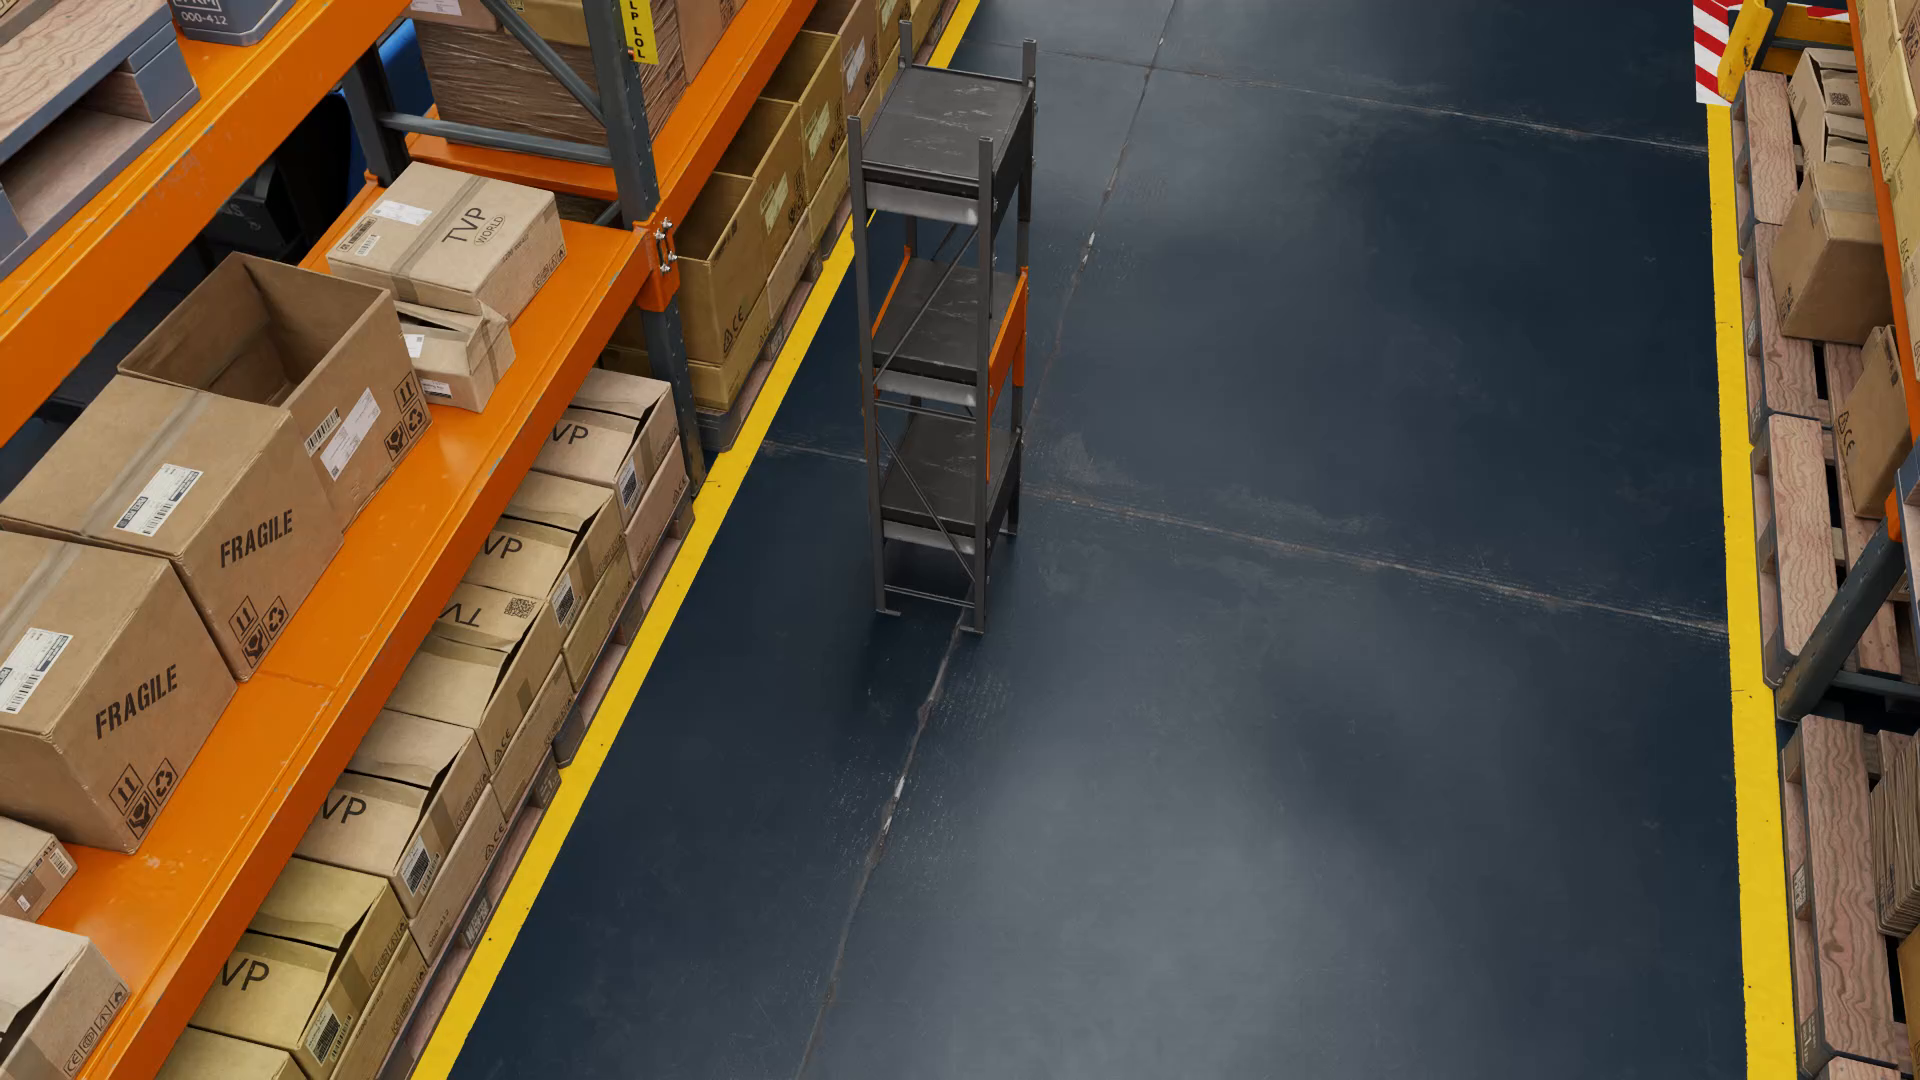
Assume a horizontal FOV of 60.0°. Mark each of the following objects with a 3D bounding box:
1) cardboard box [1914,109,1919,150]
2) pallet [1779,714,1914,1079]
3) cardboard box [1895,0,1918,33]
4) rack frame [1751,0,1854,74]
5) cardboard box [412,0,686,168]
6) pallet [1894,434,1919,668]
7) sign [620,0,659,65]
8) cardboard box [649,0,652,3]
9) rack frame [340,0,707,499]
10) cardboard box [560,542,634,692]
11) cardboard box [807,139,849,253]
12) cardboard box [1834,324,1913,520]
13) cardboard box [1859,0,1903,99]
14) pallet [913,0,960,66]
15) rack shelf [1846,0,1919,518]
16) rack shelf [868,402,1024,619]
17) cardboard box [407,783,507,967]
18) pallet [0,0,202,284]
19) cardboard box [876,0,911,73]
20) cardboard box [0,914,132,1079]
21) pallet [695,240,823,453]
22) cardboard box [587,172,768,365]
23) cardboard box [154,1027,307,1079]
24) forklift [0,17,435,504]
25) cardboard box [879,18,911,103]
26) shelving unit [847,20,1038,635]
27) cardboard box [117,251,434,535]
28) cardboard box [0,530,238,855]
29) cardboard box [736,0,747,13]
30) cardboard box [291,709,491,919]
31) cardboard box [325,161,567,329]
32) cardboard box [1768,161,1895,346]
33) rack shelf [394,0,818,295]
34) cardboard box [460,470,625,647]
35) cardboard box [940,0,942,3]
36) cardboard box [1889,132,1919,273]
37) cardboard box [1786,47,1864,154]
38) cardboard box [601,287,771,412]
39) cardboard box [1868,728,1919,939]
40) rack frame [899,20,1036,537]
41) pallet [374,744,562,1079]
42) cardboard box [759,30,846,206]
[{"bbox_3d":[3.250,-1.289,4.973,0.500,0.500,0.500,11,50,10],"label":"cardboard box"},{"bbox_3d":[3.094,1.168,5.079,1.003,0.211,1.213,12,50,10],"label":"pallet"},{"bbox_3d":[3.529,-2.027,5.625,0.500,0.500,0.500,13,50,11],"label":"cardboard box"},{"bbox_3d":[4.351,-3.212,7.084,1.000,3.000,0.127,12,50,10],"label":"rack frame"},{"bbox_3d":[-1.372,-1.649,5.638,0.700,0.500,0.500,10,49,9],"label":"cardboard box"},{"bbox_3d":[2.956,0.269,4.140,1.003,0.211,1.213,12,50,10],"label":"pallet"},{"bbox_3d":[-0.956,-1.550,4.898,0.100,0.325,0.005,12,50,10],"label":"sign"},{"bbox_3d":[-1.159,-1.879,5.408,0.380,0.149,0.250,12,50,11],"label":"cardboard box"},{"bbox_3d":[-1.482,-1.293,5.391,1.000,3.000,0.127,12,50,10],"label":"rack frame"},{"bbox_3d":[-1.447,0.200,5.627,0.500,0.250,0.500,11,49,9],"label":"cardboard box"},{"bbox_3d":[-0.795,-1.519,7.144,0.500,0.250,0.500,12,50,10],"label":"cardboard box"},{"bbox_3d":[3.532,-0.396,5.972,0.500,0.500,0.500,8,49,7],"label":"cardboard box"},{"bbox_3d":[3.518,-1.768,5.896,0.500,0.250,0.500,12,50,10],"label":"cardboard box"},{"bbox_3d":[-0.590,-2.703,8.494,1.003,0.211,1.213,12,50,10],"label":"pallet"},{"bbox_3d":[3.824,-1.527,6.077,1.077,0.370,4.000,12,50,10],"label":"rack shelf"},{"bbox_3d":[-0.044,-0.103,5.892,0.431,0.518,0.480,12,50,10],"label":"rack shelf"},{"bbox_3d":[-1.716,0.938,4.975,0.500,0.250,0.500,12,50,11],"label":"cardboard box"},{"bbox_3d":[-2.151,-0.648,2.947,1.003,0.211,1.213,14,50,12],"label":"pallet"},{"bbox_3d":[-0.533,-2.491,7.502,0.500,0.500,0.500,12,50,10],"label":"cardboard box"},{"bbox_3d":[-2.113,1.021,3.408,0.500,0.311,0.500,11,49,10],"label":"cardboard box"},{"bbox_3d":[-1.233,-0.938,6.937,1.003,0.211,1.213,12,50,10],"label":"pallet"},{"bbox_3d":[-1.058,-1.044,6.225,0.500,0.500,0.500,12,50,10],"label":"cardboard box"},{"bbox_3d":[-1.984,1.483,4.121,0.500,0.311,0.500,10,49,9],"label":"cardboard box"},{"bbox_3d":[-3.000,-1.541,5.655,1.130,2.935,3.031,12,50,11],"label":"forklift"},{"bbox_3d":[-0.536,-2.244,7.783,0.500,0.250,0.500,12,50,10],"label":"cardboard box"},{"bbox_3d":[-0.044,-0.575,5.357,0.431,2.100,0.503,12,50,10],"label":"shelving unit"},{"bbox_3d":[-1.839,-0.393,4.530,0.500,0.500,0.500,15,50,13],"label":"cardboard box"},{"bbox_3d":[-2.109,0.350,3.874,0.500,0.500,0.500,9,49,8],"label":"cardboard box"},{"bbox_3d":[-1.103,-2.394,6.295,0.700,0.500,0.500,12,50,11],"label":"cardboard box"},{"bbox_3d":[-1.713,0.742,4.774,0.500,0.311,0.500,11,49,10],"label":"cardboard box"},{"bbox_3d":[-1.570,-0.879,5.125,0.500,0.250,0.500,14,50,12],"label":"cardboard box"},{"bbox_3d":[3.690,-1.115,6.607,0.700,0.500,0.500,9,49,8],"label":"cardboard box"},{"bbox_3d":[-0.956,-2.502,6.937,1.077,0.370,4.000,12,50,10],"label":"rack shelf"},{"bbox_3d":[-1.443,0.019,5.412,0.500,0.311,0.500,13,50,11],"label":"cardboard box"},{"bbox_3d":[-0.286,-2.970,8.424,0.500,0.250,0.500,12,50,10],"label":"cardboard box"},{"bbox_3d":[3.269,-1.037,5.251,0.500,0.250,0.500,12,50,10],"label":"cardboard box"},{"bbox_3d":[4.082,-1.985,7.501,0.500,0.311,0.500,7,49,6],"label":"cardboard box"},{"bbox_3d":[-1.068,-0.798,6.508,0.500,0.250,0.500,12,50,10],"label":"cardboard box"},{"bbox_3d":[3.120,0.899,4.830,0.700,0.500,0.500,13,50,11],"label":"cardboard box"},{"bbox_3d":[0.021,-0.752,5.513,0.400,2.100,0.015,12,50,10],"label":"rack frame"},{"bbox_3d":[-1.958,1.055,5.178,1.003,0.211,1.213,12,50,10],"label":"pallet"},{"bbox_3d":[-0.795,-1.768,6.863,0.500,0.500,0.500,12,50,10],"label":"cardboard box"}]
